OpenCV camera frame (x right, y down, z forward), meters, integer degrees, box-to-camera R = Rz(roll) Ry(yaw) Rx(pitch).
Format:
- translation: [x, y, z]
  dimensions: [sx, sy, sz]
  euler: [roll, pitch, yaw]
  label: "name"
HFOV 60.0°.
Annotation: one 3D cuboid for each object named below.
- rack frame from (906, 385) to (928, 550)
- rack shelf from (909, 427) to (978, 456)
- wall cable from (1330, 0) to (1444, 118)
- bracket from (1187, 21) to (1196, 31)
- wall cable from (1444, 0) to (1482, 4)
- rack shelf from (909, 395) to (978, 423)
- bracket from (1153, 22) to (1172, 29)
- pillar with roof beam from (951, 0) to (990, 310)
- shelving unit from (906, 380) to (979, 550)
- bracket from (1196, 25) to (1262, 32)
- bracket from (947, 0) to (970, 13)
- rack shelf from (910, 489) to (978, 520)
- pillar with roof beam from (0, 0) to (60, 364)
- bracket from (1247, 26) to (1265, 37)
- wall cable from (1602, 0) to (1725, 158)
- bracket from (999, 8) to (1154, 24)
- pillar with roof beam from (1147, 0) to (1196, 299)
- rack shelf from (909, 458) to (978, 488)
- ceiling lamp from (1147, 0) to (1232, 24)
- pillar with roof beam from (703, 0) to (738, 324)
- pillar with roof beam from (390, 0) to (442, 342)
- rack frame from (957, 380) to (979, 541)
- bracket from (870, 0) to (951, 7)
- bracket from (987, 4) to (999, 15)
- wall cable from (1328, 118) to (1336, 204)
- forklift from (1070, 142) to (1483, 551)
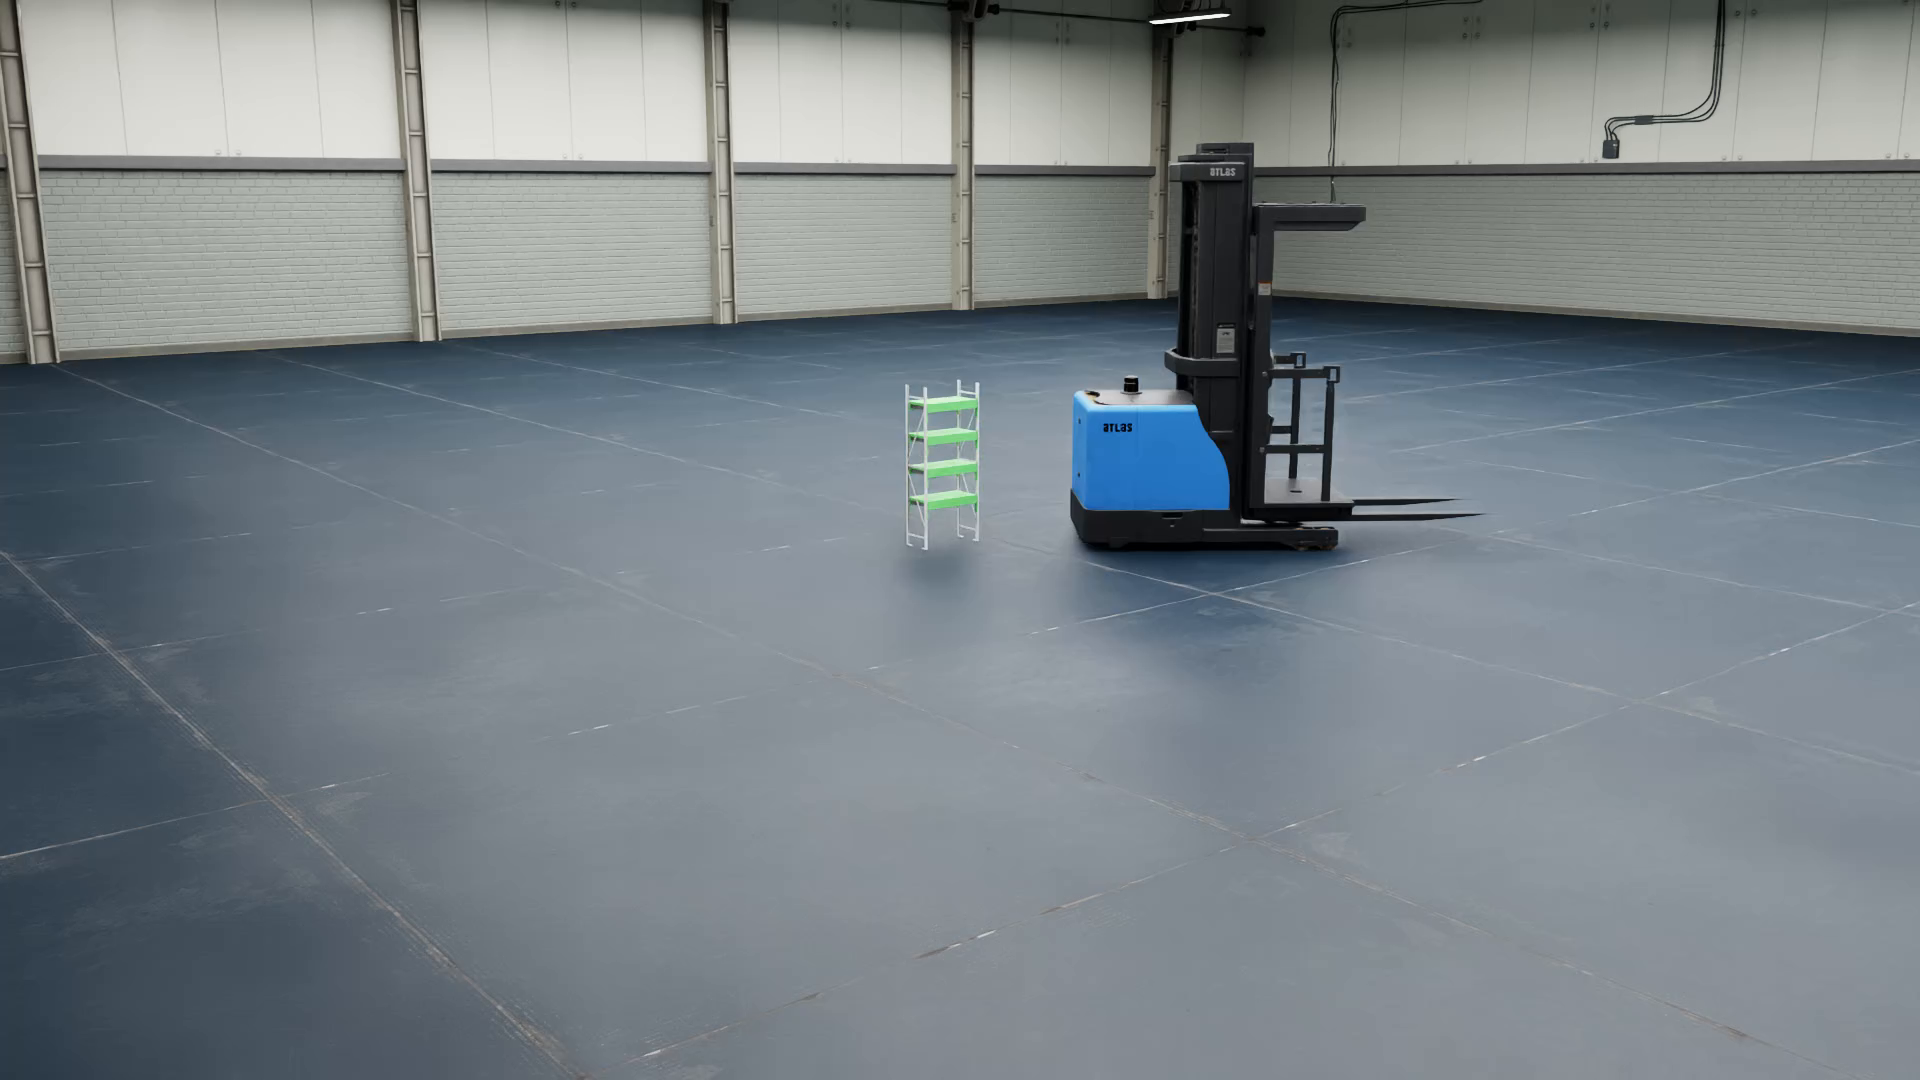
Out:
- translation: [-0.320, -0.534, 12.254]
  dimensions: [0.015, 1.200, 0.240]
  euler: [-9, 15, -38]
  label: "rack frame"
- translation: [-0.129, -0.738, 12.366]
  dimensions: [0.480, 0.148, 0.258]
  euler: [-9, 15, -38]
  label: "rack shelf"
- translation: [9.564, -10.909, 37.654]
  dimensions: [0.112, 2.526, 3.097]
  euler: [-9, 15, -38]
  label: "wall cable"
- translation: [5.293, -11.985, 38.740]
  dimensions: [0.430, 0.232, 0.235]
  euler: [-9, 15, -38]
  label: "bracket"
- translation: [11.497, -12.632, 34.817]
  dimensions: [0.112, 2.526, 3.097]
  euler: [-9, 15, -38]
  label: "wall cable"
- translation: [-0.129, -0.972, 12.317]
  dimensions: [0.480, 0.148, 0.258]
  euler: [-9, 15, -38]
  label: "rack shelf"
- translation: [4.645, -11.877, 38.233]
  dimensions: [0.430, 0.232, 0.235]
  euler: [-9, 15, -38]
  label: "bracket"
- translation: [2.751, -8.751, 32.177]
  dimensions: [0.548, 9.000, 9.100]
  euler: [-9, 15, -38]
  label: "pillar with roof beam"
- translation: [-0.129, -0.565, 12.403]
  dimensions: [0.503, 1.200, 0.258]
  euler: [-9, 15, -38]
  label: "shelving unit"
- translation: [6.682, -12.216, 39.828]
  dimensions: [3.189, 0.066, 0.076]
  euler: [-9, 15, -38]
  label: "bracket"
- translation: [-0.040, -11.099, 34.567]
  dimensions: [0.430, 0.232, 0.235]
  euler: [-9, 15, -38]
  label: "bracket"
- translation: [-0.129, -0.268, 12.466]
  dimensions: [0.480, 0.148, 0.258]
  euler: [-9, 15, -38]
  label: "rack shelf"
- translation: [-11.304, -6.416, 21.178]
  dimensions: [0.400, 9.000, 9.100]
  euler: [-9, 15, -38]
  label: "pillar with roof beam"
- translation: [7.144, -12.293, 40.189]
  dimensions: [0.430, 0.232, 0.235]
  euler: [-9, 15, -38]
  label: "bracket"
- translation: [13.792, -10.518, 32.308]
  dimensions: [0.169, 6.003, 2.305]
  euler: [-9, 15, -38]
  label: "wall cable"
- translation: [2.633, -11.543, 36.659]
  dimensions: [4.783, 0.066, 0.076]
  euler: [-9, 15, -38]
  label: "bracket"
- translation: [7.437, -9.530, 35.844]
  dimensions: [0.548, 9.000, 9.100]
  euler: [-9, 15, -38]
  label: "pillar with roof beam"
- translation: [-0.129, -0.503, 12.416]
  dimensions: [0.480, 0.148, 0.258]
  euler: [-9, 15, -38]
  label: "rack shelf"
- translation: [4.697, -11.812, 32.536]
  dimensions: [0.800, 3.185, 2.000]
  euler: [-9, 15, -38]
  label: "ceiling lamp"
- translation: [-1.934, -7.973, 28.511]
  dimensions: [0.548, 9.000, 9.100]
  euler: [-9, 15, -38]
  label: "pillar with roof beam"
- translation: [-6.619, -7.194, 24.844]
  dimensions: [0.400, 9.000, 9.100]
  euler: [-9, 15, -38]
  label: "pillar with roof beam"
- translation: [0.061, -0.597, 12.552]
  dimensions: [0.015, 1.200, 0.240]
  euler: [-9, 15, -38]
  label: "rack frame"
- translation: [-2.052, -10.764, 32.992]
  dimensions: [4.783, 0.066, 0.076]
  euler: [-9, 15, -38]
  label: "bracket"
- translation: [0.608, -11.207, 35.074]
  dimensions: [0.430, 0.232, 0.235]
  euler: [-9, 15, -38]
  label: "bracket"
- translation: [7.874, -8.877, 40.245]
  dimensions: [0.112, 2.526, 3.097]
  euler: [-9, 15, -38]
  label: "wall cable"
- translation: [2.400, -1.466, 12.477]
  dimensions: [3.031, 2.935, 1.130]
  euler: [-1, 12, -3]
  label: "forklift"
